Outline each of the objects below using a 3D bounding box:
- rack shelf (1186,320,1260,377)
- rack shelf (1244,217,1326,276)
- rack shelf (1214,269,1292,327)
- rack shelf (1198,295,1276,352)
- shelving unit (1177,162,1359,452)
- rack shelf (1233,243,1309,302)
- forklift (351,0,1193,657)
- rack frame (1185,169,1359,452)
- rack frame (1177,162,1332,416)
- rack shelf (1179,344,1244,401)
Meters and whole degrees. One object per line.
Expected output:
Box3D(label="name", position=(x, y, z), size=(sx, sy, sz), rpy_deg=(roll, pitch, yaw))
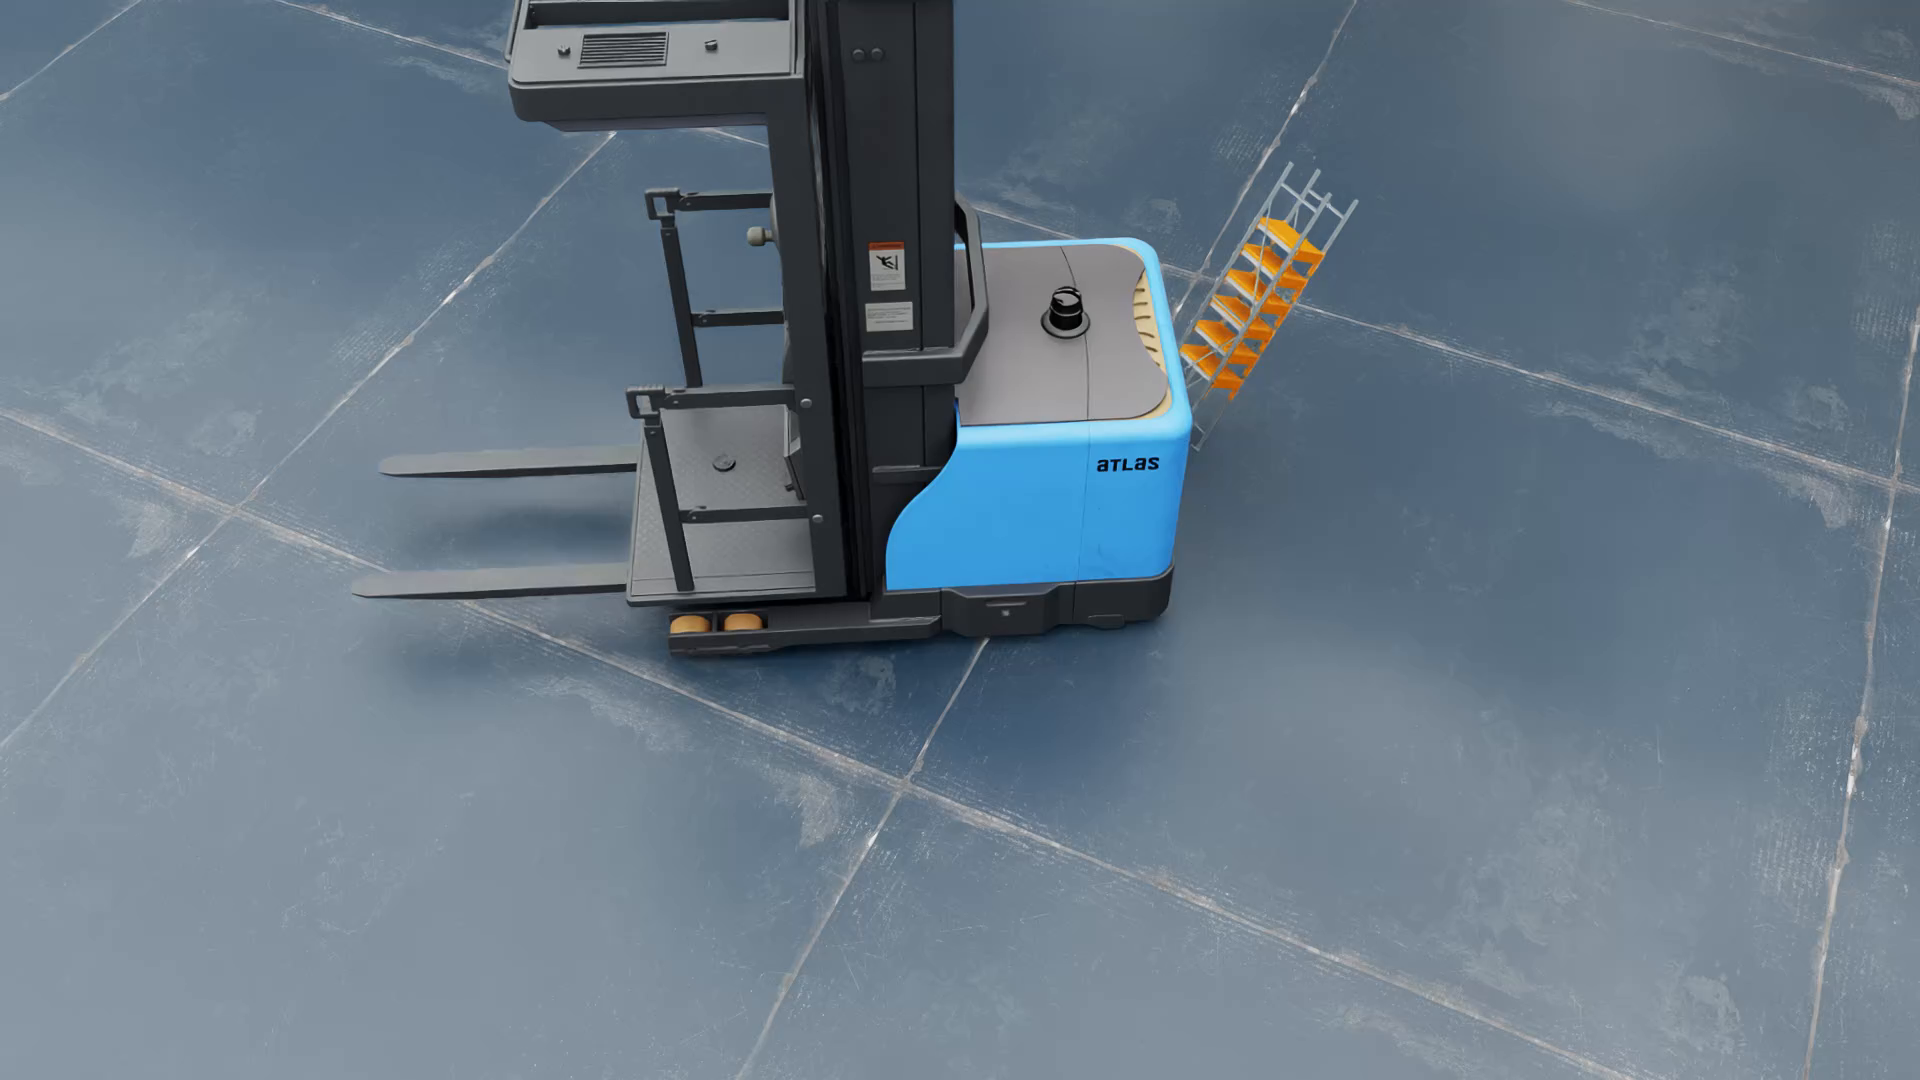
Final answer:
Box3D(label="rack shelf", position=(1.046, -0.774, 6.669), size=(0.180, 0.103, 0.258), rpy_deg=(-1, 40, -44))
Box3D(label="rack shelf", position=(1.259, -1.143, 6.447), size=(0.180, 0.103, 0.258), rpy_deg=(-1, 40, -44))
Box3D(label="rack shelf", position=(1.152, -0.958, 6.558), size=(0.180, 0.103, 0.258), rpy_deg=(-1, 40, -44))
Box3D(label="rack shelf", position=(1.099, -0.866, 6.614), size=(0.180, 0.103, 0.258), rpy_deg=(-1, 40, -44))
Box3D(label="shelving unit", position=(1.119, -0.900, 6.593), size=(0.189, 1.200, 0.258), rpy_deg=(-1, 40, -44))
Box3D(label="rack shelf", position=(1.206, -1.051, 6.503), size=(0.180, 0.103, 0.258), rpy_deg=(-1, 40, -44))
Box3D(label="forklift", position=(-0.748, -0.935, 5.436), size=(3.031, 2.935, 1.130), rpy_deg=(-3, 50, -2))
Box3D(label="rack frame", position=(1.184, -0.901, 6.657), size=(0.006, 1.200, 0.240), rpy_deg=(-1, 40, -44))
Box3D(label="rack frame", position=(1.054, -0.900, 6.529), size=(0.006, 1.200, 0.240), rpy_deg=(-1, 40, -44))
Box3D(label="rack shelf", position=(0.993, -0.682, 6.725), size=(0.180, 0.103, 0.258), rpy_deg=(-1, 40, -44))
